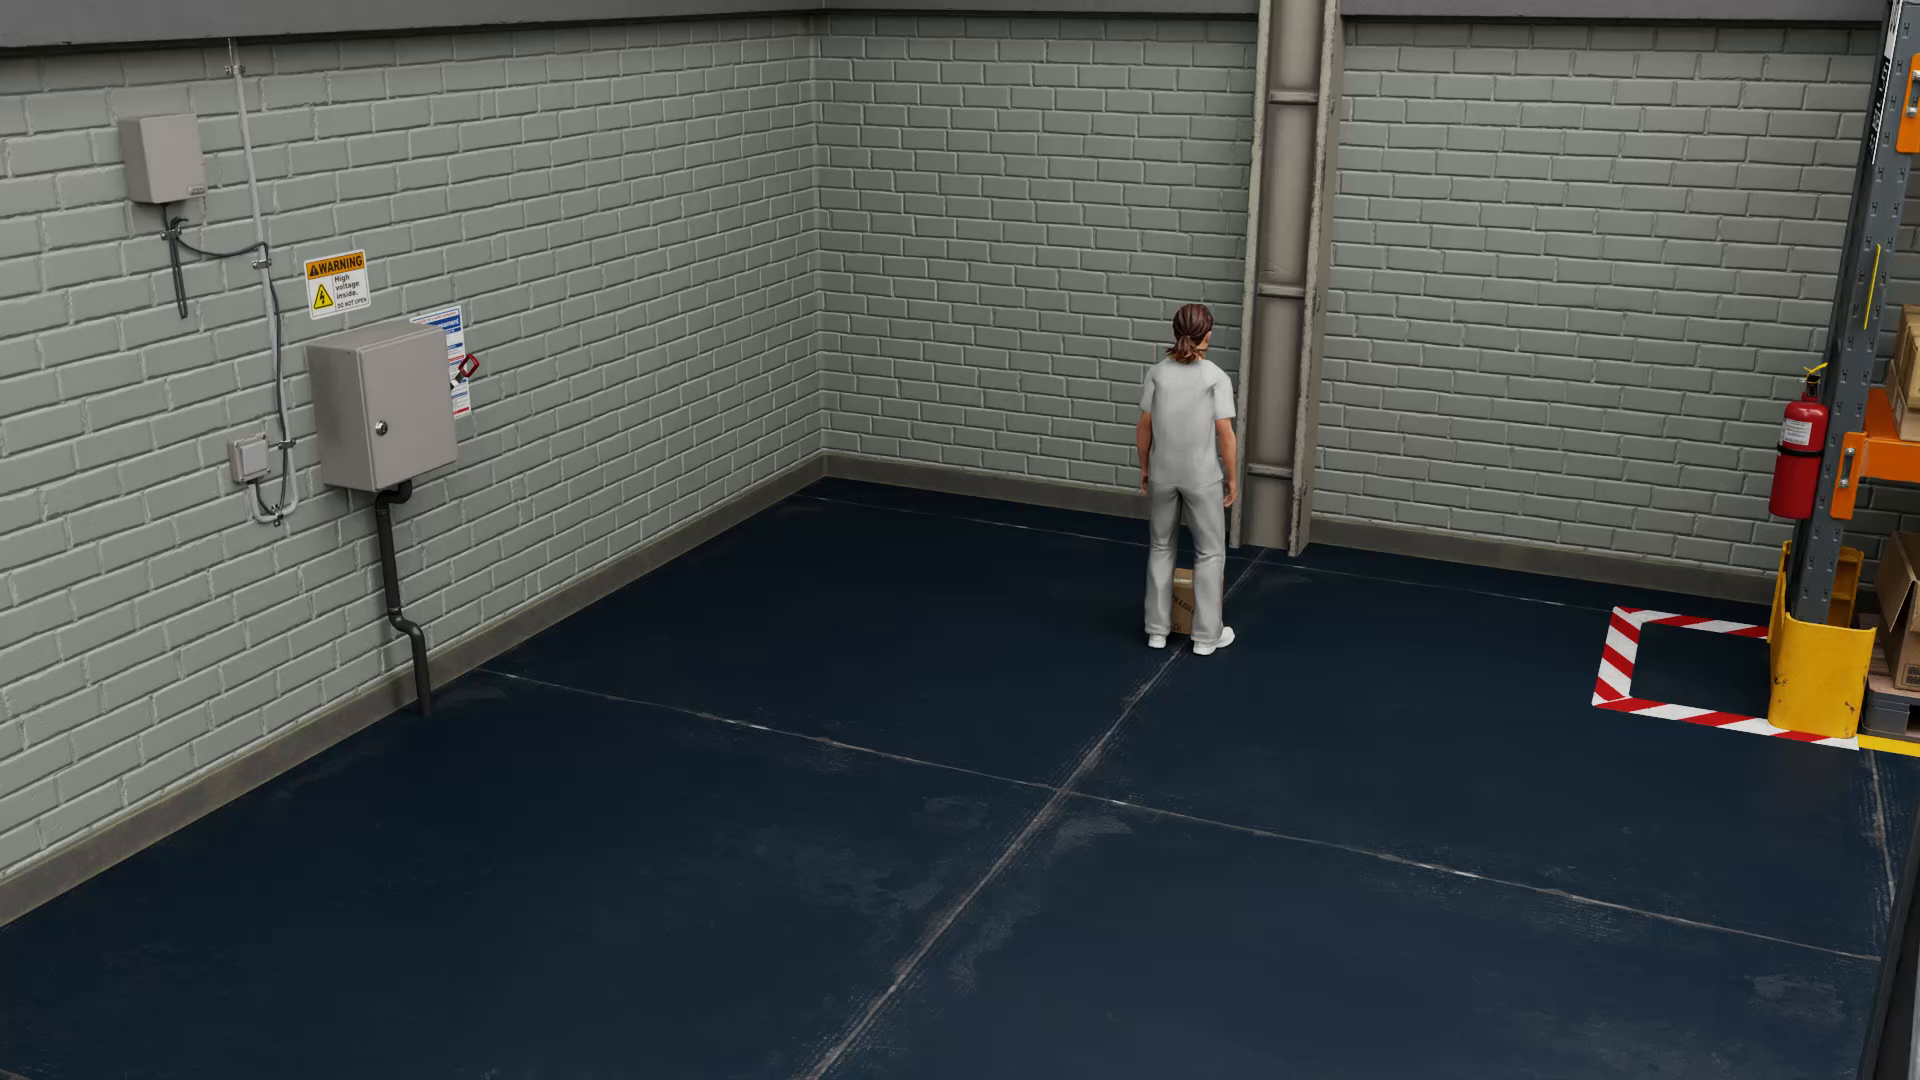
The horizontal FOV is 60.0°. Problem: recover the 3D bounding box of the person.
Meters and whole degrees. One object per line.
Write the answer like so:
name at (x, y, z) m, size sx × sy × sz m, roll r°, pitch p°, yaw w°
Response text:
person at (1.072, -0.285, 7.890) m, size 0.486 × 1.673 × 0.358 m, roll 9°, pitch 21°, yaw 23°
